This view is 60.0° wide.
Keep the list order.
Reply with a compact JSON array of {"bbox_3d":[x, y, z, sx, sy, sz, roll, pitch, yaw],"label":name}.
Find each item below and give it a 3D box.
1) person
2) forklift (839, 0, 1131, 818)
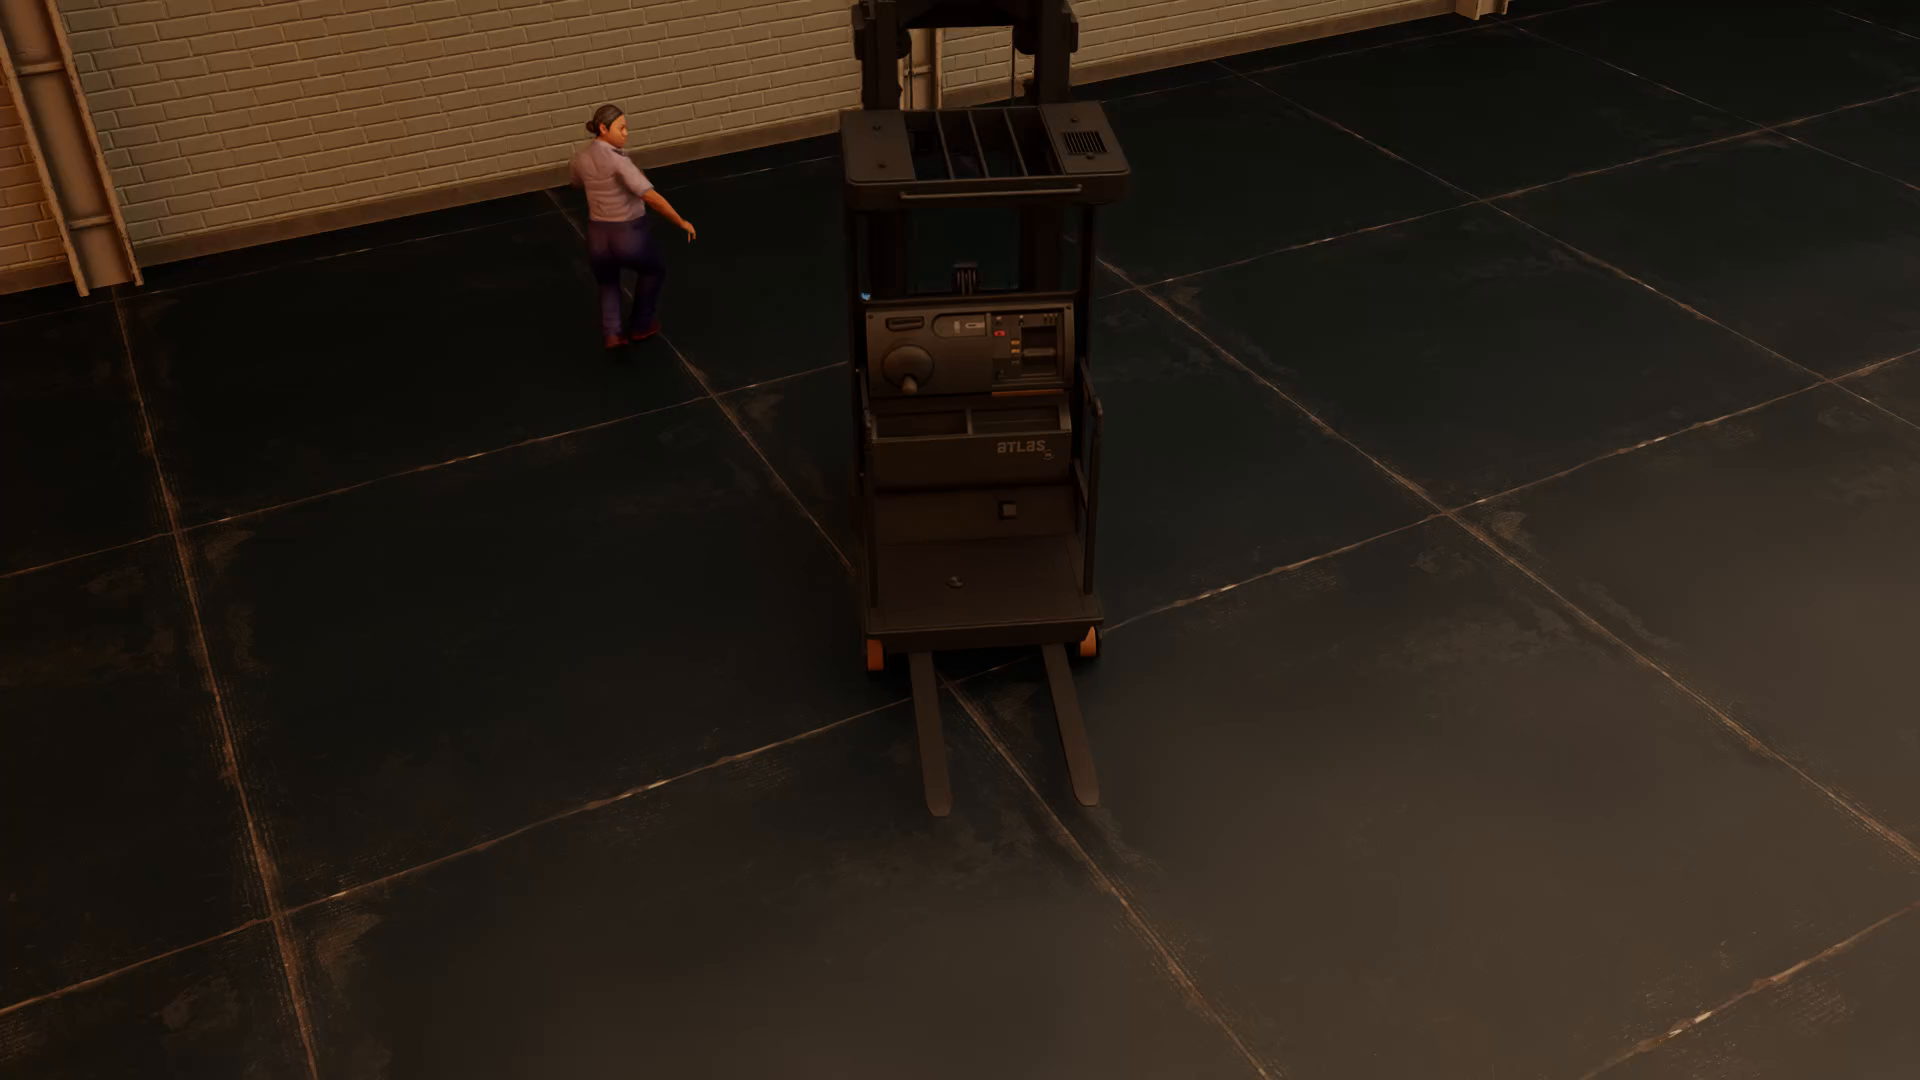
[{"bbox_3d":[-1.954,-1.870,9.995,0.810,1.525,0.795,9,36,13],"label":"person"},{"bbox_3d":[0.072,-0.789,7.239,1.130,2.935,3.031,-3,35,-5],"label":"forklift"}]
